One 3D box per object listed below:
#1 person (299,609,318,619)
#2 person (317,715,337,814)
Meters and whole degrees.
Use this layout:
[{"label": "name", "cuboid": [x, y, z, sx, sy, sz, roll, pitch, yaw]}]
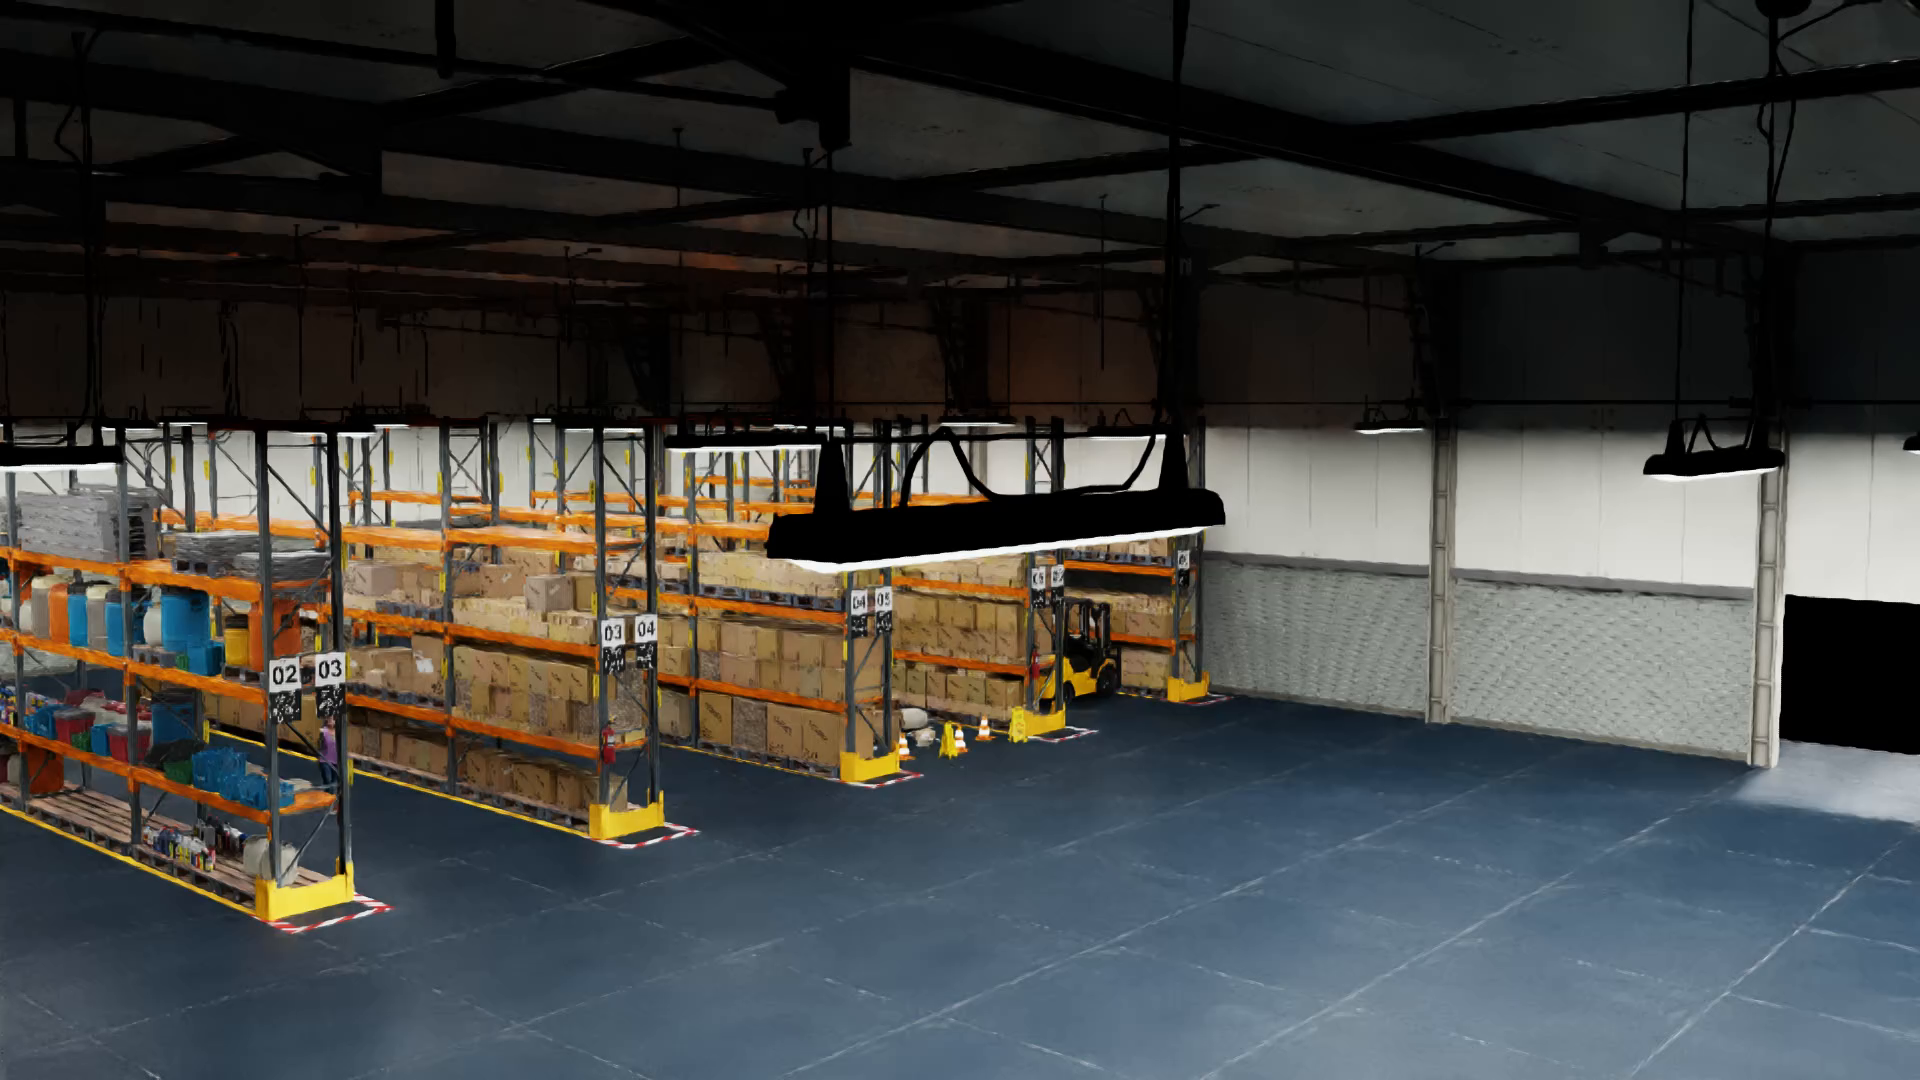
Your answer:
[{"label": "person", "cuboid": [-16.107, 1.998, 41.385, 0.749, 1.771, 0.533, 1, 5, 7]}, {"label": "person", "cuboid": [-9.721, 3.405, 25.739, 0.408, 1.519, 0.962, -4, 6, -39]}]
